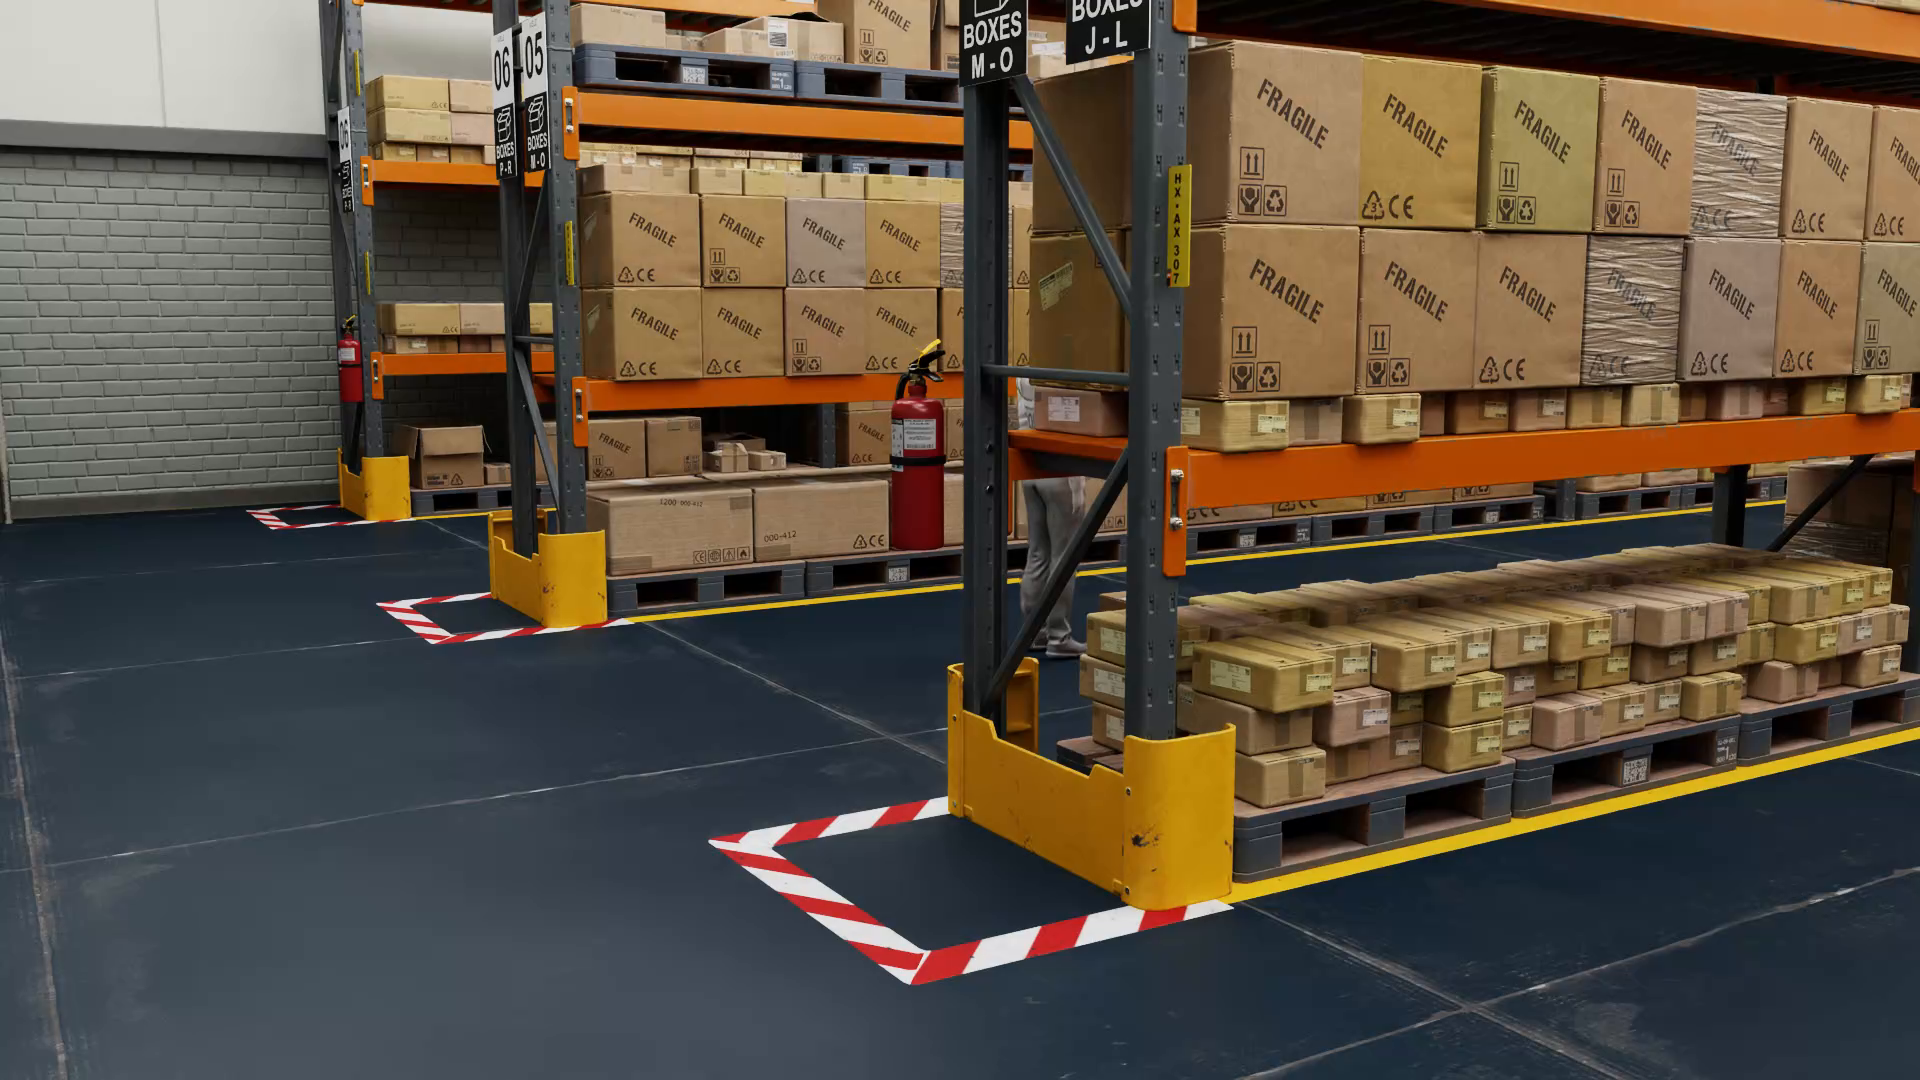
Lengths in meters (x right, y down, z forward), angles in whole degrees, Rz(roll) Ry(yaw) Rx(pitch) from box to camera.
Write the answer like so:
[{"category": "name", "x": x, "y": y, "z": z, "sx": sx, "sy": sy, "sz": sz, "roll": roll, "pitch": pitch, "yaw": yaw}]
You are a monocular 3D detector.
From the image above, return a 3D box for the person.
[{"category": "person", "x": 0.470, "y": -0.266, "z": 8.114, "sx": 0.329, "sy": 1.672, "sz": 0.474, "roll": -5, "pitch": 9, "yaw": -29}]
